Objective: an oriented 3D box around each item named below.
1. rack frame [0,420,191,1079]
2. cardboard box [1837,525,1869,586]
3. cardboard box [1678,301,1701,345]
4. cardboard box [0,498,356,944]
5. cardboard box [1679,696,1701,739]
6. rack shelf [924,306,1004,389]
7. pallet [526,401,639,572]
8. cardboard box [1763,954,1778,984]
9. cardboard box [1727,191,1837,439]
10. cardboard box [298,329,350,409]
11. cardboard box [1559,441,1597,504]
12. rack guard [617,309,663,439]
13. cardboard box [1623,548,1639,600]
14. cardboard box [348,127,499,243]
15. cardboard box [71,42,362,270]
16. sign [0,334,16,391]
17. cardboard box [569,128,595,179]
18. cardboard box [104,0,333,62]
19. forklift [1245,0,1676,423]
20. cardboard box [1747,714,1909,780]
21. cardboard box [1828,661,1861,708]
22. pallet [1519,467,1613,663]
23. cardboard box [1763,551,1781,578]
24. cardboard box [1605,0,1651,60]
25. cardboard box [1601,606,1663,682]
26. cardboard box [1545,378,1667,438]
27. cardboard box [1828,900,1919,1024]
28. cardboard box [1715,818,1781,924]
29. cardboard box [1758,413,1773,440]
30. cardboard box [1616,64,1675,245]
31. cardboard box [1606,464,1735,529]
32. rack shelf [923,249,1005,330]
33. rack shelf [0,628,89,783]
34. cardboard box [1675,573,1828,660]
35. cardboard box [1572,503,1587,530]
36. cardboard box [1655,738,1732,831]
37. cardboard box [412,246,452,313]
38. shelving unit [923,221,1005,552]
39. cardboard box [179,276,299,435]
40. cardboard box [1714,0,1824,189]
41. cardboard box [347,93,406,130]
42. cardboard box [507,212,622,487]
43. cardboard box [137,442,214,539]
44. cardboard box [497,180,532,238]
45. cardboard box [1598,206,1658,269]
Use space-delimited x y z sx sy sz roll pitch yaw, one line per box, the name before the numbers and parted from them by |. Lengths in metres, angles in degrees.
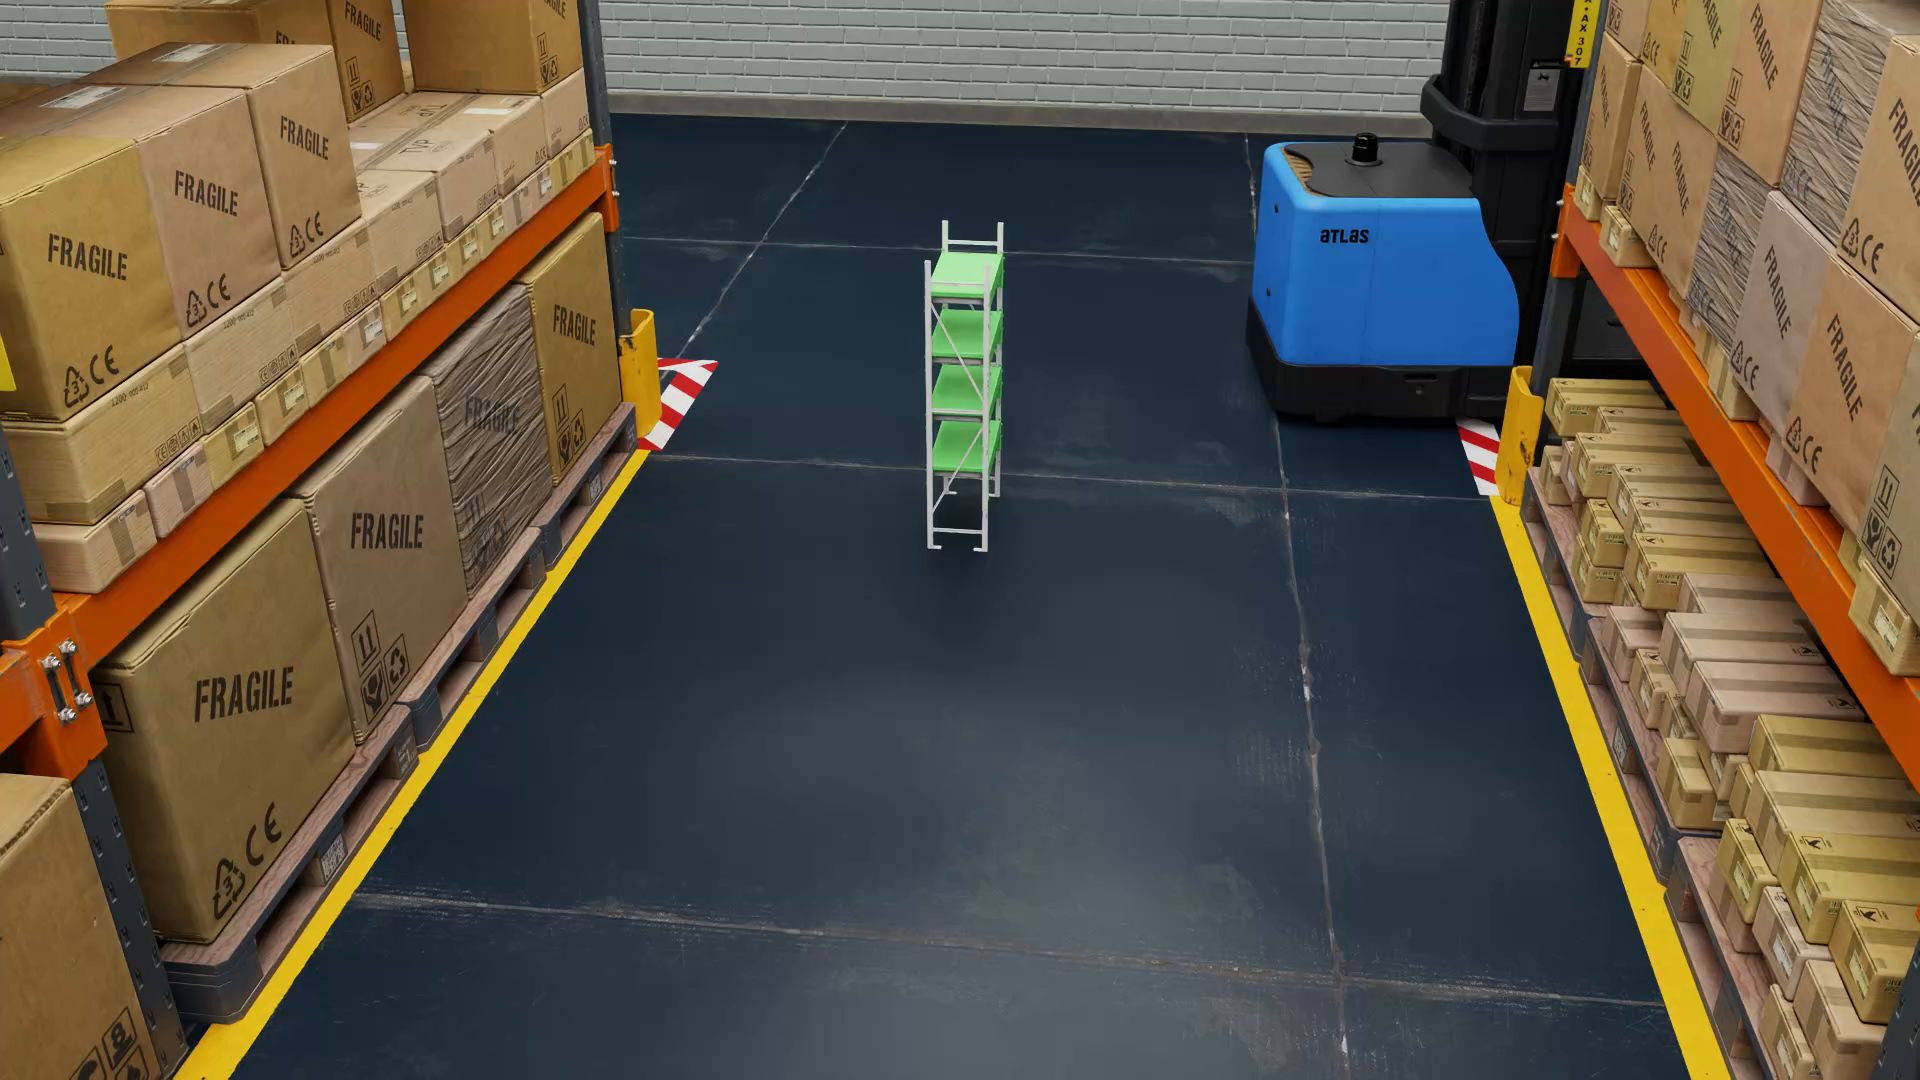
rack frame | -2.492 0.001 3.585 1.000 3.000 0.127 3 28 6
cardboard box | 2.237 0.050 3.760 0.380 0.149 0.250 4 29 8
cardboard box | 2.456 -0.685 5.125 0.380 0.149 0.250 3 28 5
cardboard box | -2.331 0.446 4.558 0.875 0.875 0.875 3 28 6
cardboard box | 2.371 0.496 4.917 0.380 0.149 0.250 2 28 4
rack shelf | 0.020 -0.761 6.527 0.258 0.148 0.480 3 28 6
pallet | -2.022 -0.273 7.035 1.003 0.211 1.213 3 28 6
cardboard box | 2.243 1.085 4.136 0.380 0.149 0.250 4 29 8
cardboard box | 2.325 -0.561 4.209 0.500 0.500 0.500 3 28 6
cardboard box | -2.000 -0.500 4.781 0.380 0.149 0.250 3 28 5
cardboard box | 2.500 -0.249 6.300 0.380 0.149 0.250 3 28 6
rack guard | -1.998 -0.793 7.694 1.175 0.500 0.348 3 28 6
cardboard box | 2.481 0.116 5.622 0.380 0.149 0.250 2 28 4
cardboard box | -1.922 -1.225 5.705 0.500 0.250 0.500 2 28 4
cardboard box | -2.052 -1.081 4.648 0.500 0.500 0.500 2 28 5
sign | -1.952 -0.447 3.280 0.100 0.325 0.005 3 28 6
cardboard box | -1.718 -1.584 6.793 0.380 0.149 0.250 4 29 7
cardboard box | -2.447 -1.587 5.587 0.500 0.500 0.500 3 28 5
forklift | 2.973 -2.051 7.466 3.031 2.935 1.130 0 28 0
cardboard box | 2.328 0.605 4.401 0.380 0.149 0.250 4 29 8
cardboard box | 2.857 0.513 5.198 0.380 0.149 0.250 4 29 8
pallet | 2.765 0.098 6.346 1.003 0.211 1.213 3 28 6
cardboard box | 2.930 0.024 5.793 0.380 0.149 0.250 3 28 6
cardboard box | 2.590 -1.965 5.762 0.500 0.500 0.500 3 28 6
cardboard box | 2.359 0.349 5.502 0.380 0.149 0.250 2 28 4
cardboard box | 2.507 -0.511 6.471 0.380 0.149 0.250 2 28 4
cardboard box | 2.204 0.963 3.736 0.380 0.149 0.250 4 29 8
cardboard box | 2.178 0.854 4.251 0.380 0.149 0.250 2 28 4
cardboard box | 2.381 -0.317 4.440 0.380 0.149 0.250 3 28 5
cardboard box | 2.539 -1.272 5.530 0.500 0.500 0.500 3 29 6
cardboard box | 2.487 -0.141 5.785 0.380 0.149 0.250 2 28 4
rack shelf | 0.020 -0.972 6.413 0.258 0.148 0.480 3 28 6
rack shelf | -2.737 1.259 2.009 1.077 0.370 4.000 3 28 6
cardboard box | 2.430 0.234 5.089 0.380 0.149 0.250 3 29 6
cardboard box | 2.576 -0.120 6.373 0.380 0.149 0.250 3 28 6
cardboard box | 2.255 0.715 4.822 0.380 0.149 0.250 3 28 6
cardboard box | -1.906 -0.865 5.458 0.380 0.149 0.250 4 29 7
shelving unit | 0.020 -0.606 6.610 0.258 1.200 0.503 3 28 6
cardboard box | -2.108 -0.504 4.367 0.500 0.250 0.500 3 28 6
cardboard box | 2.390 -1.244 4.423 0.500 0.500 0.500 2 28 5
cardboard box | -2.385 -1.491 6.200 0.500 0.250 0.500 3 28 6
cardboard box | -2.000 -0.825 6.917 0.875 0.875 0.875 3 28 6
cardboard box | -2.093 -0.132 4.097 0.380 0.149 0.250 2 28 5
cardboard box | -1.812 -1.226 6.128 0.380 0.149 0.250 4 29 7
cardboard box | 2.468 -1.056 5.813 0.380 0.149 0.250 3 28 5
